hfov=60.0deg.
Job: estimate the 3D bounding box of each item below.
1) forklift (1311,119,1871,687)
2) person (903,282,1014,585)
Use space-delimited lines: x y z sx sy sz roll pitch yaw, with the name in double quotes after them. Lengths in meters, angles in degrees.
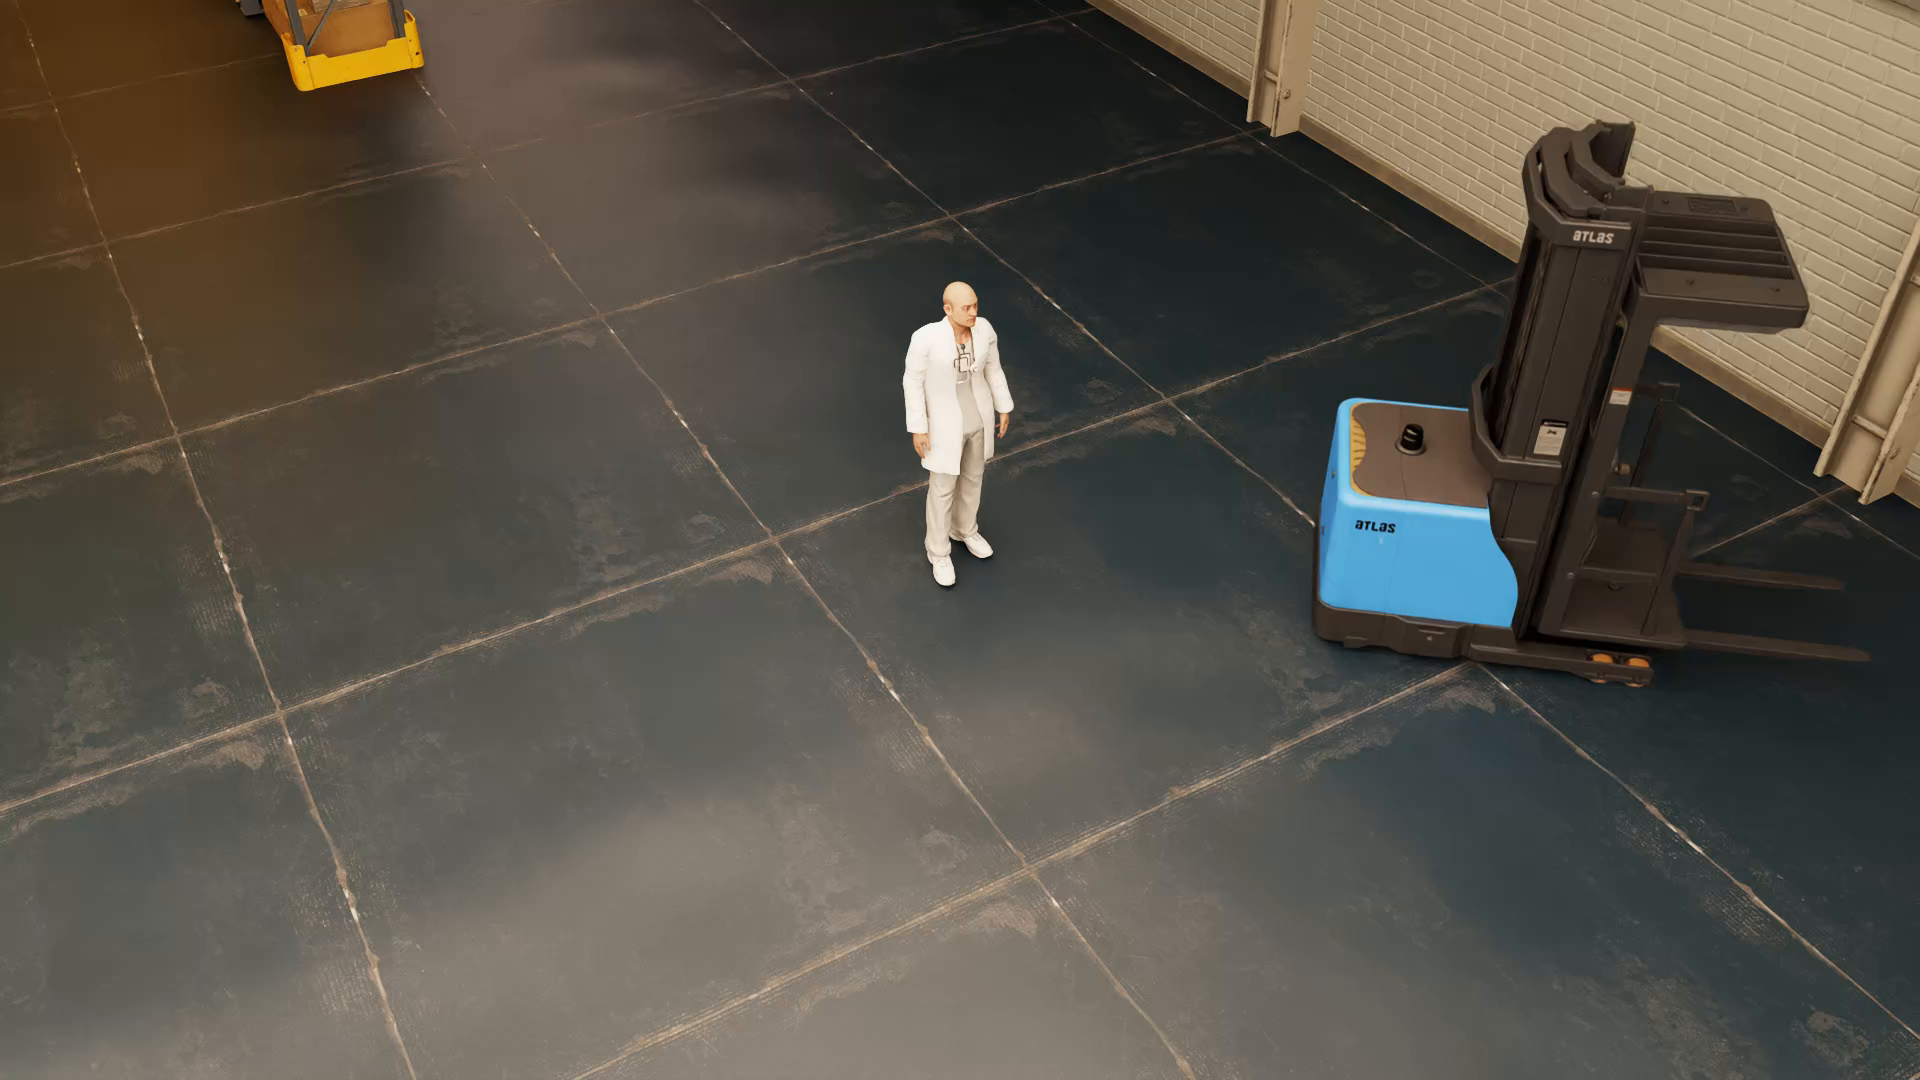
3.599 -0.671 8.845 3.031 2.935 1.130 6 40 8 "forklift"
0.042 -0.639 9.698 0.698 1.777 0.580 -20 44 -23 "person"
